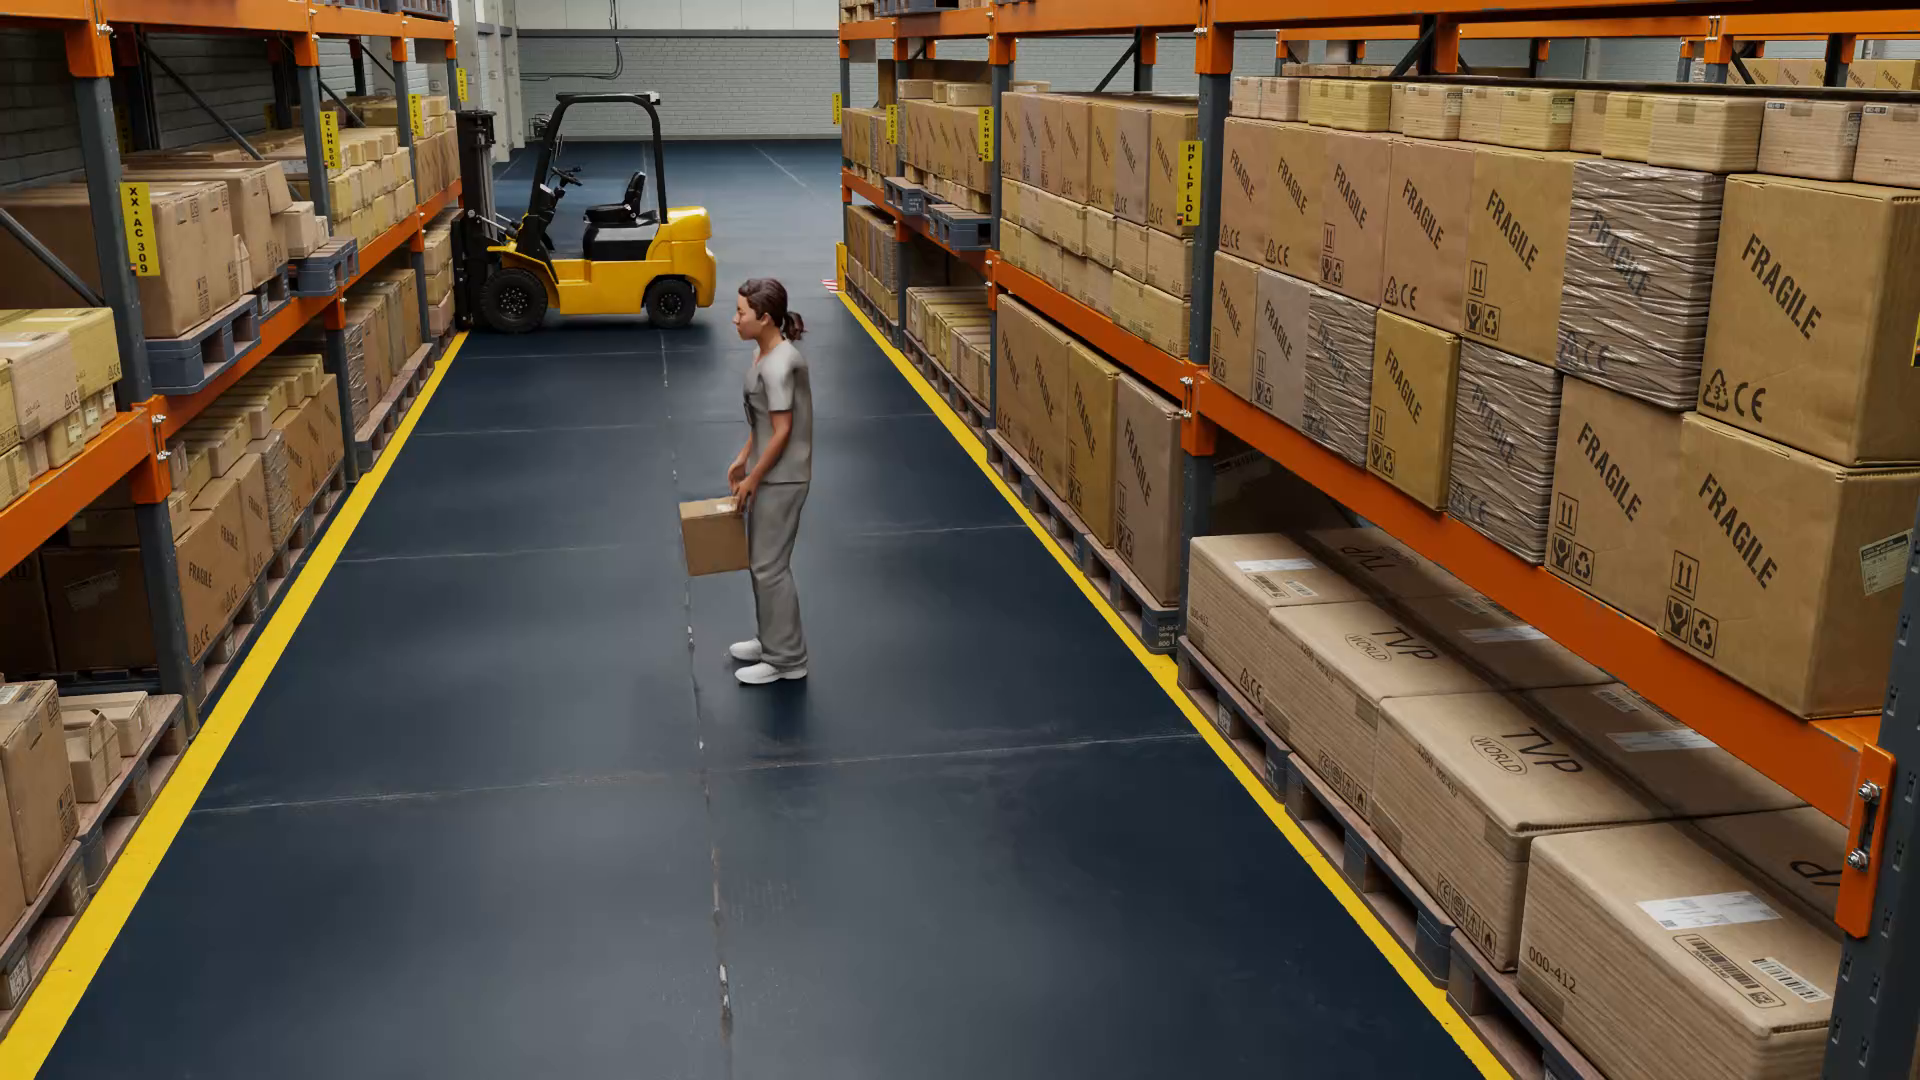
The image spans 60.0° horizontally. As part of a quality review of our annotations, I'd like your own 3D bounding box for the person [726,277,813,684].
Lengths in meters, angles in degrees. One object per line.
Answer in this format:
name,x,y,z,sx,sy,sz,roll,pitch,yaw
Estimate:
person,-0.788,-0.247,6.869,0.365,1.676,0.471,-4,17,-12
